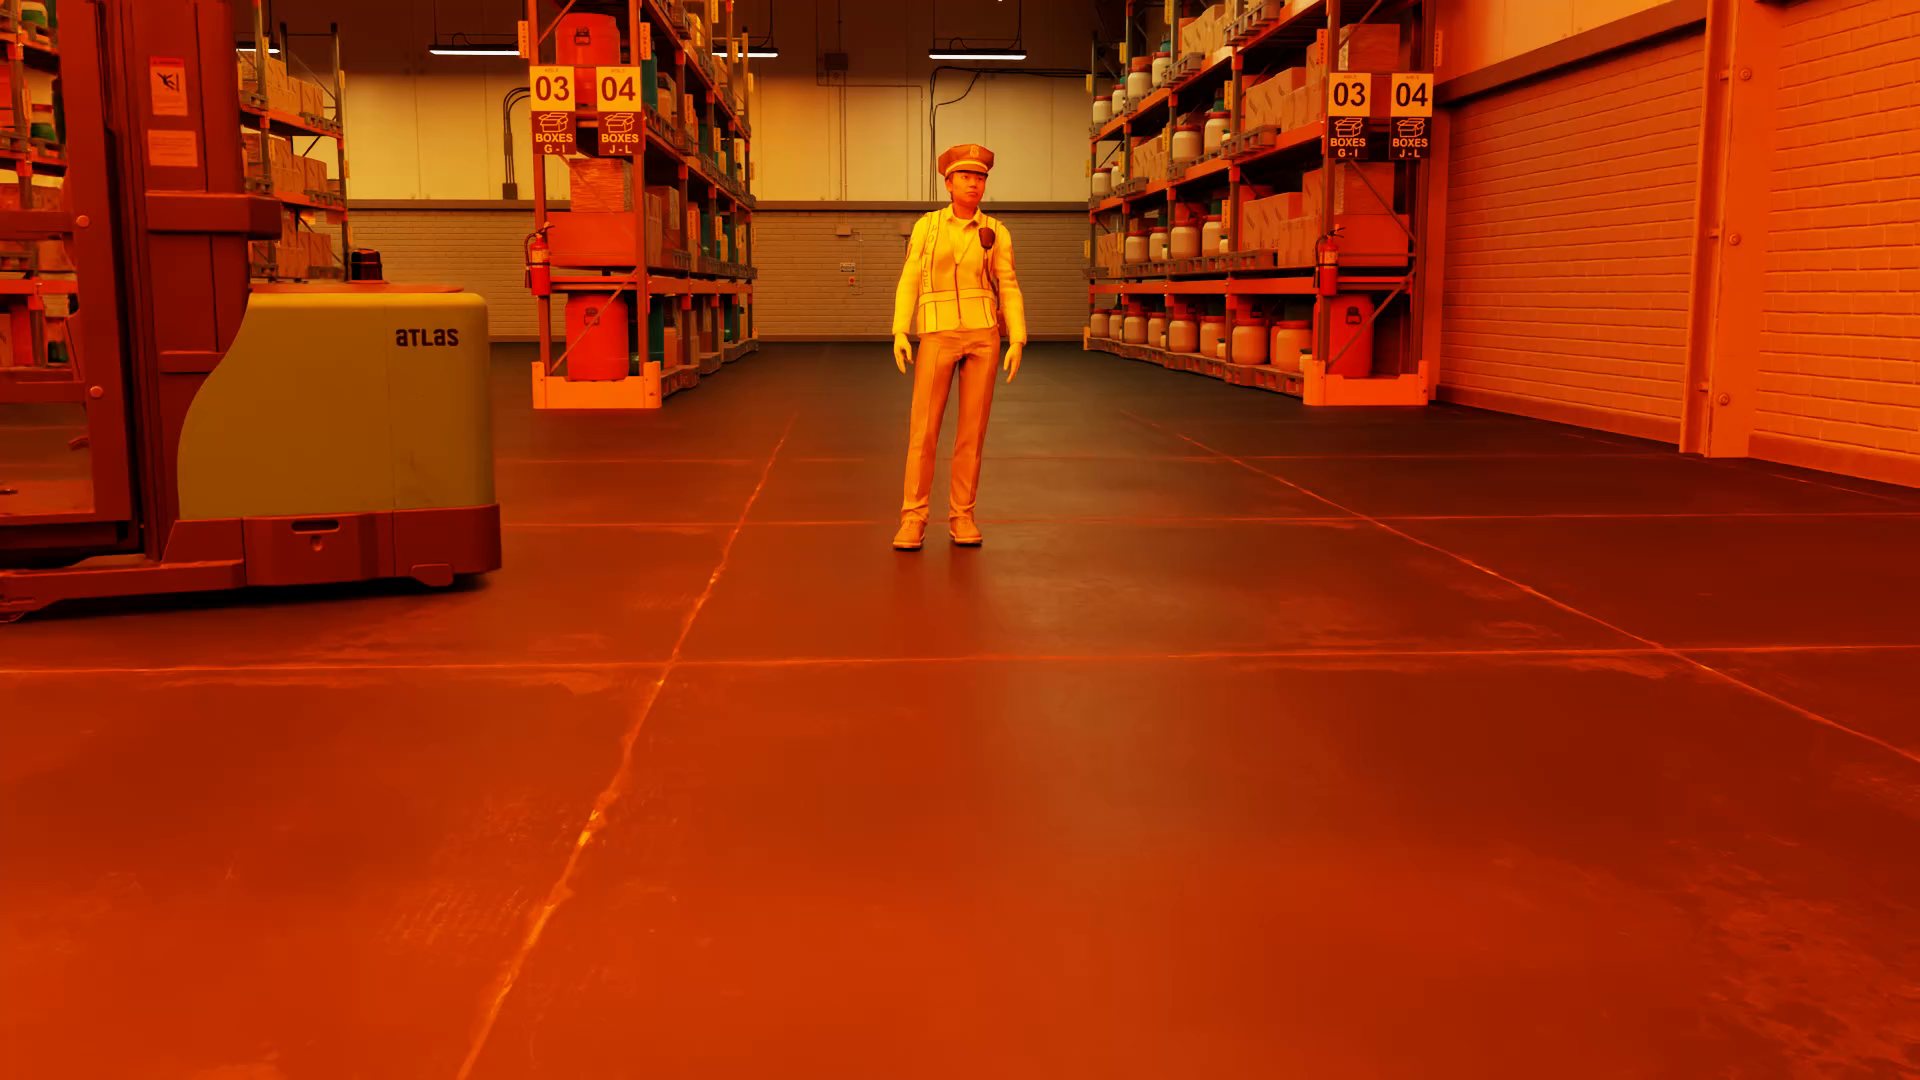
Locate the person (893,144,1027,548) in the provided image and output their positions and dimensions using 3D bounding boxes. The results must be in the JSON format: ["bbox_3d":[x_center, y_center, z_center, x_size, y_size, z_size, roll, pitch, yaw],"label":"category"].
[{"bbox_3d":[-0.003,-0.835,7.116,0.587,1.694,0.530,-1,8,-4],"label":"person"}]

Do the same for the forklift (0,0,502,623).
[{"bbox_3d":[-3.257,-1.253,5.768,3.031,2.935,1.130,-3,9,-22],"label":"forklift"}]
